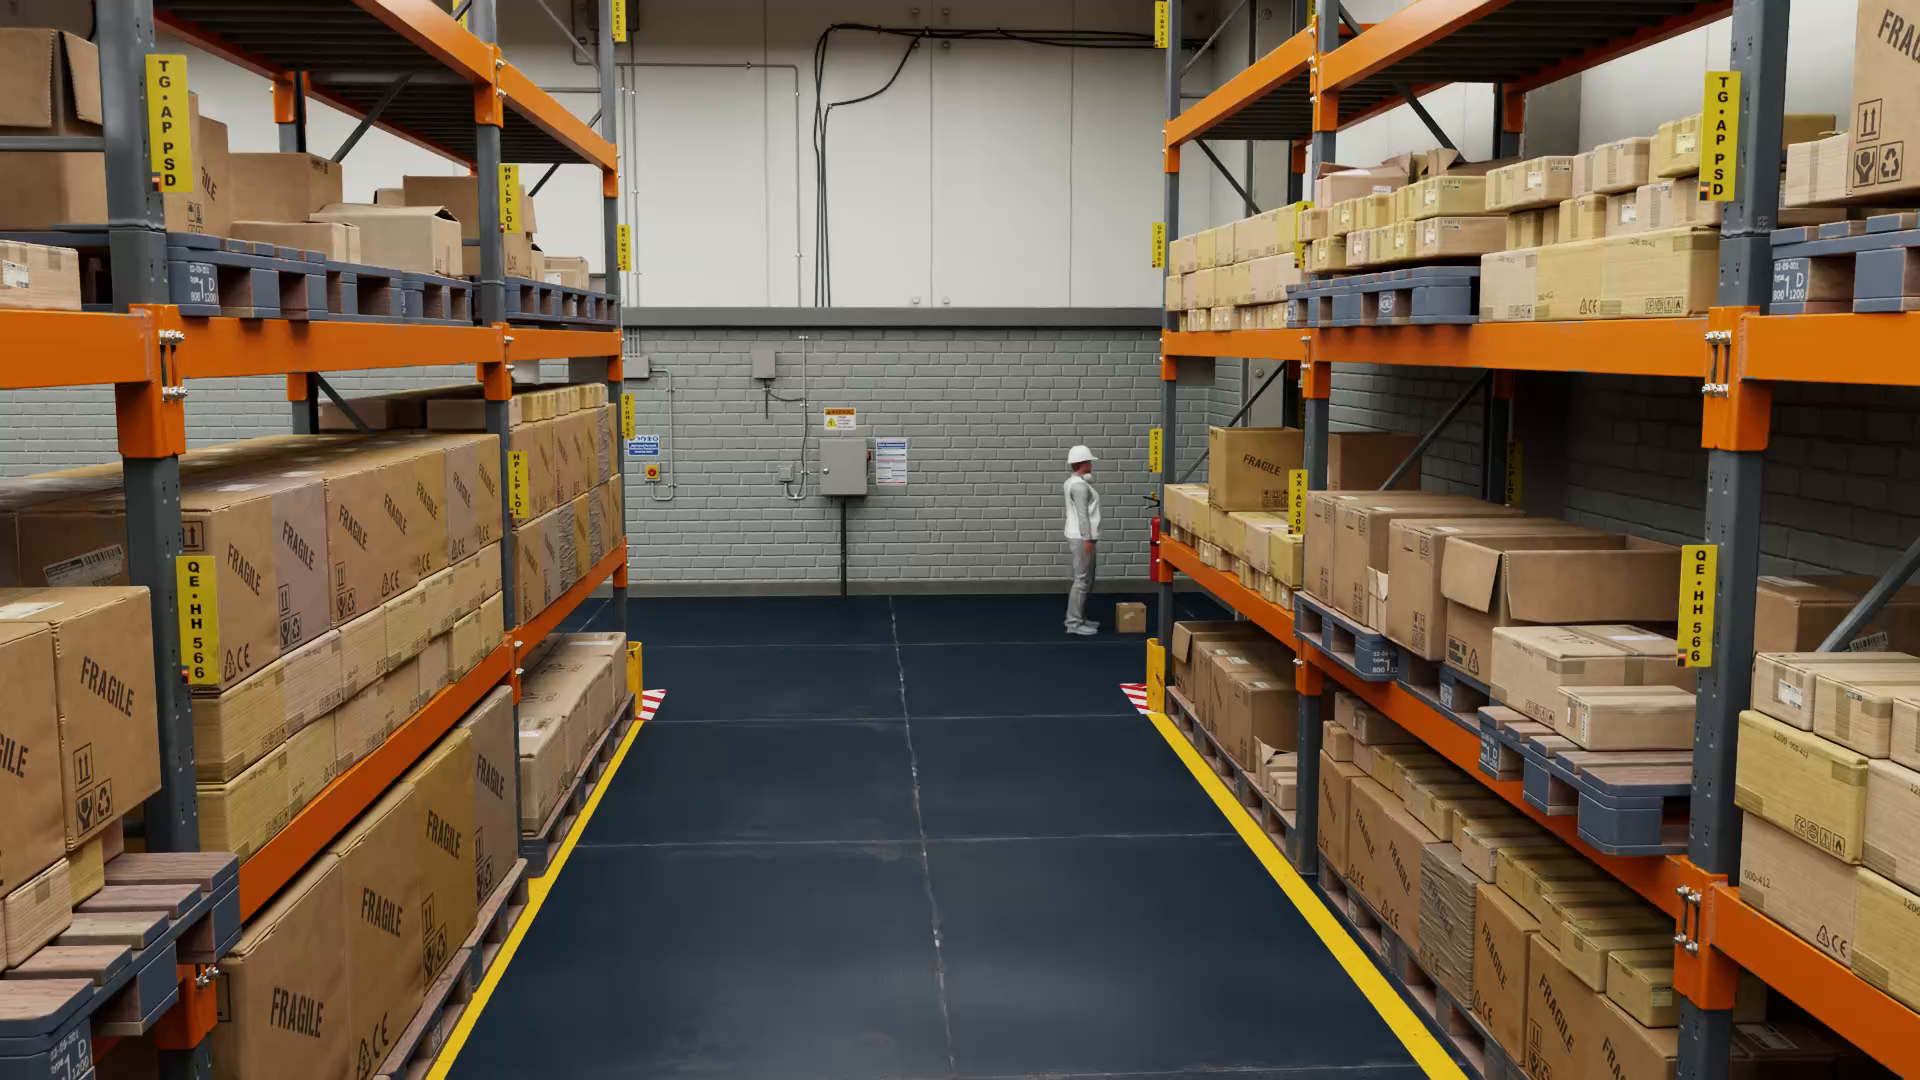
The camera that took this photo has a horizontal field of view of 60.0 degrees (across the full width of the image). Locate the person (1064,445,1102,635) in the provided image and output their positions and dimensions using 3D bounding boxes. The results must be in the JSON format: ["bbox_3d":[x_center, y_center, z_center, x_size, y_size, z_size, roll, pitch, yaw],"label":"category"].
[{"bbox_3d":[1.166,-0.007,15.752,0.382,1.774,0.533,0,7,-2],"label":"person"}]
